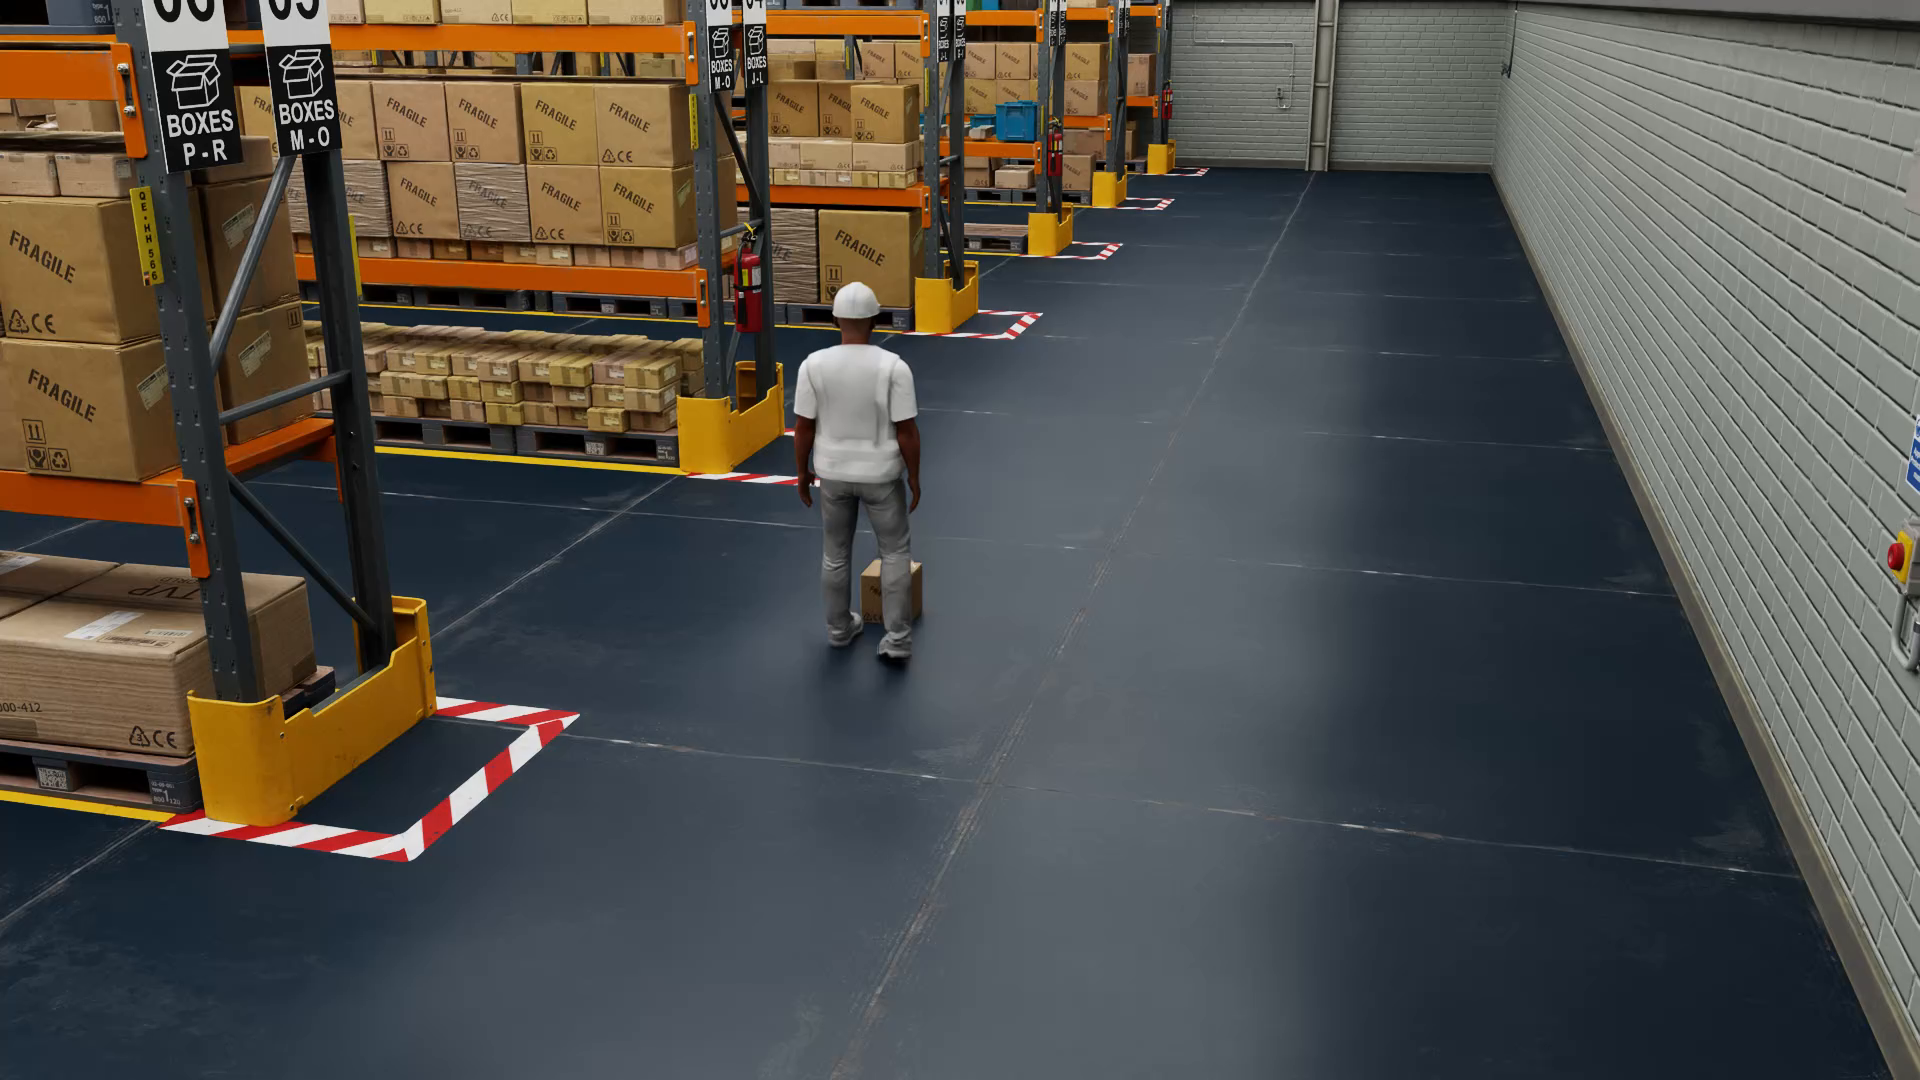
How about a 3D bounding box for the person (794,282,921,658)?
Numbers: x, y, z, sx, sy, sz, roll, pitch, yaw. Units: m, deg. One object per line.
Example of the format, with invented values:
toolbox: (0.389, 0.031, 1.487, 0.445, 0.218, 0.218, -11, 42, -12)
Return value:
person: (-0.455, -0.325, 7.710, 0.587, 1.767, 0.547, 3, 18, 9)
